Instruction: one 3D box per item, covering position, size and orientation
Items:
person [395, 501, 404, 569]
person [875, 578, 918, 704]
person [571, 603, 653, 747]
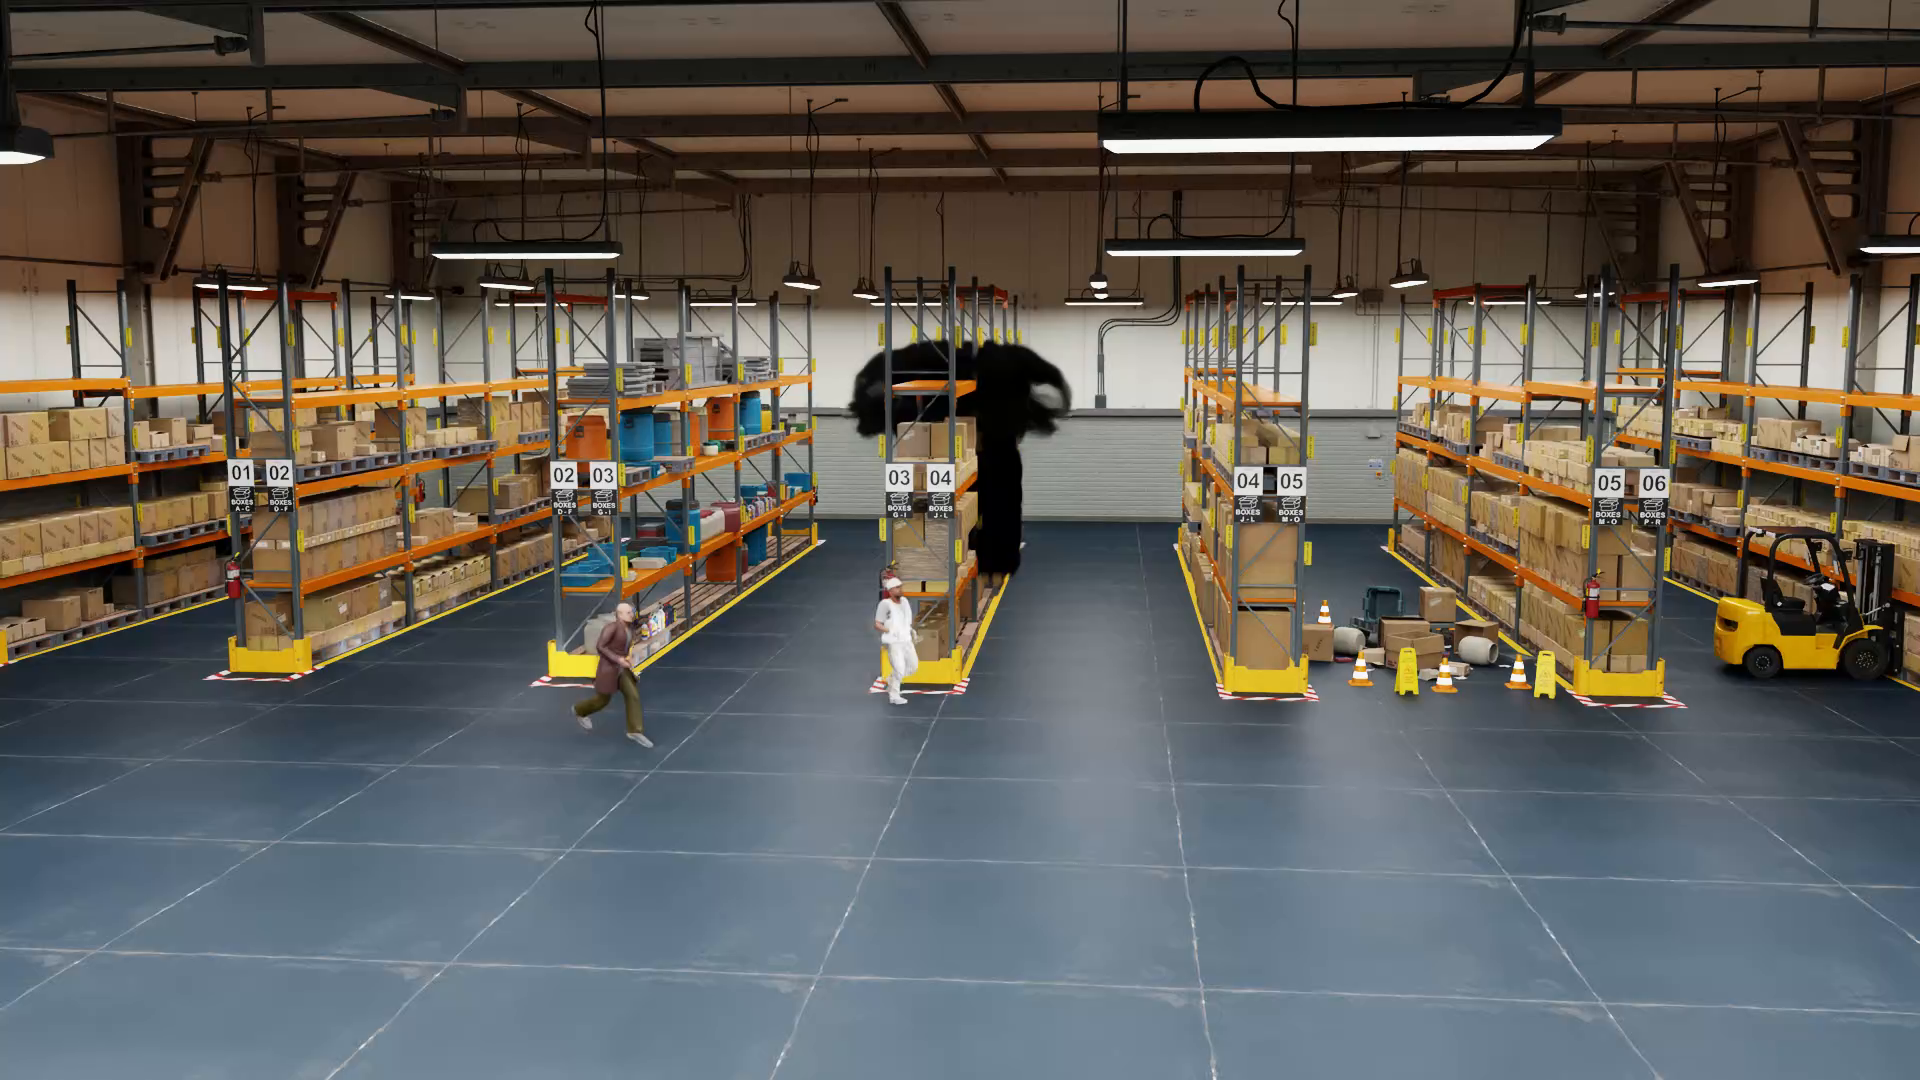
[{"bbox_3d":[-11.432,0.064,33.958,0.524,1.736,0.767,1,7,12],"label":"person"},{"bbox_3d":[-0.848,1.383,22.745,0.613,1.735,0.676,7,10,43],"label":"person"},{"bbox_3d":[-4.327,1.648,20.589,1.184,1.778,0.713,3,8,26],"label":"person"}]
